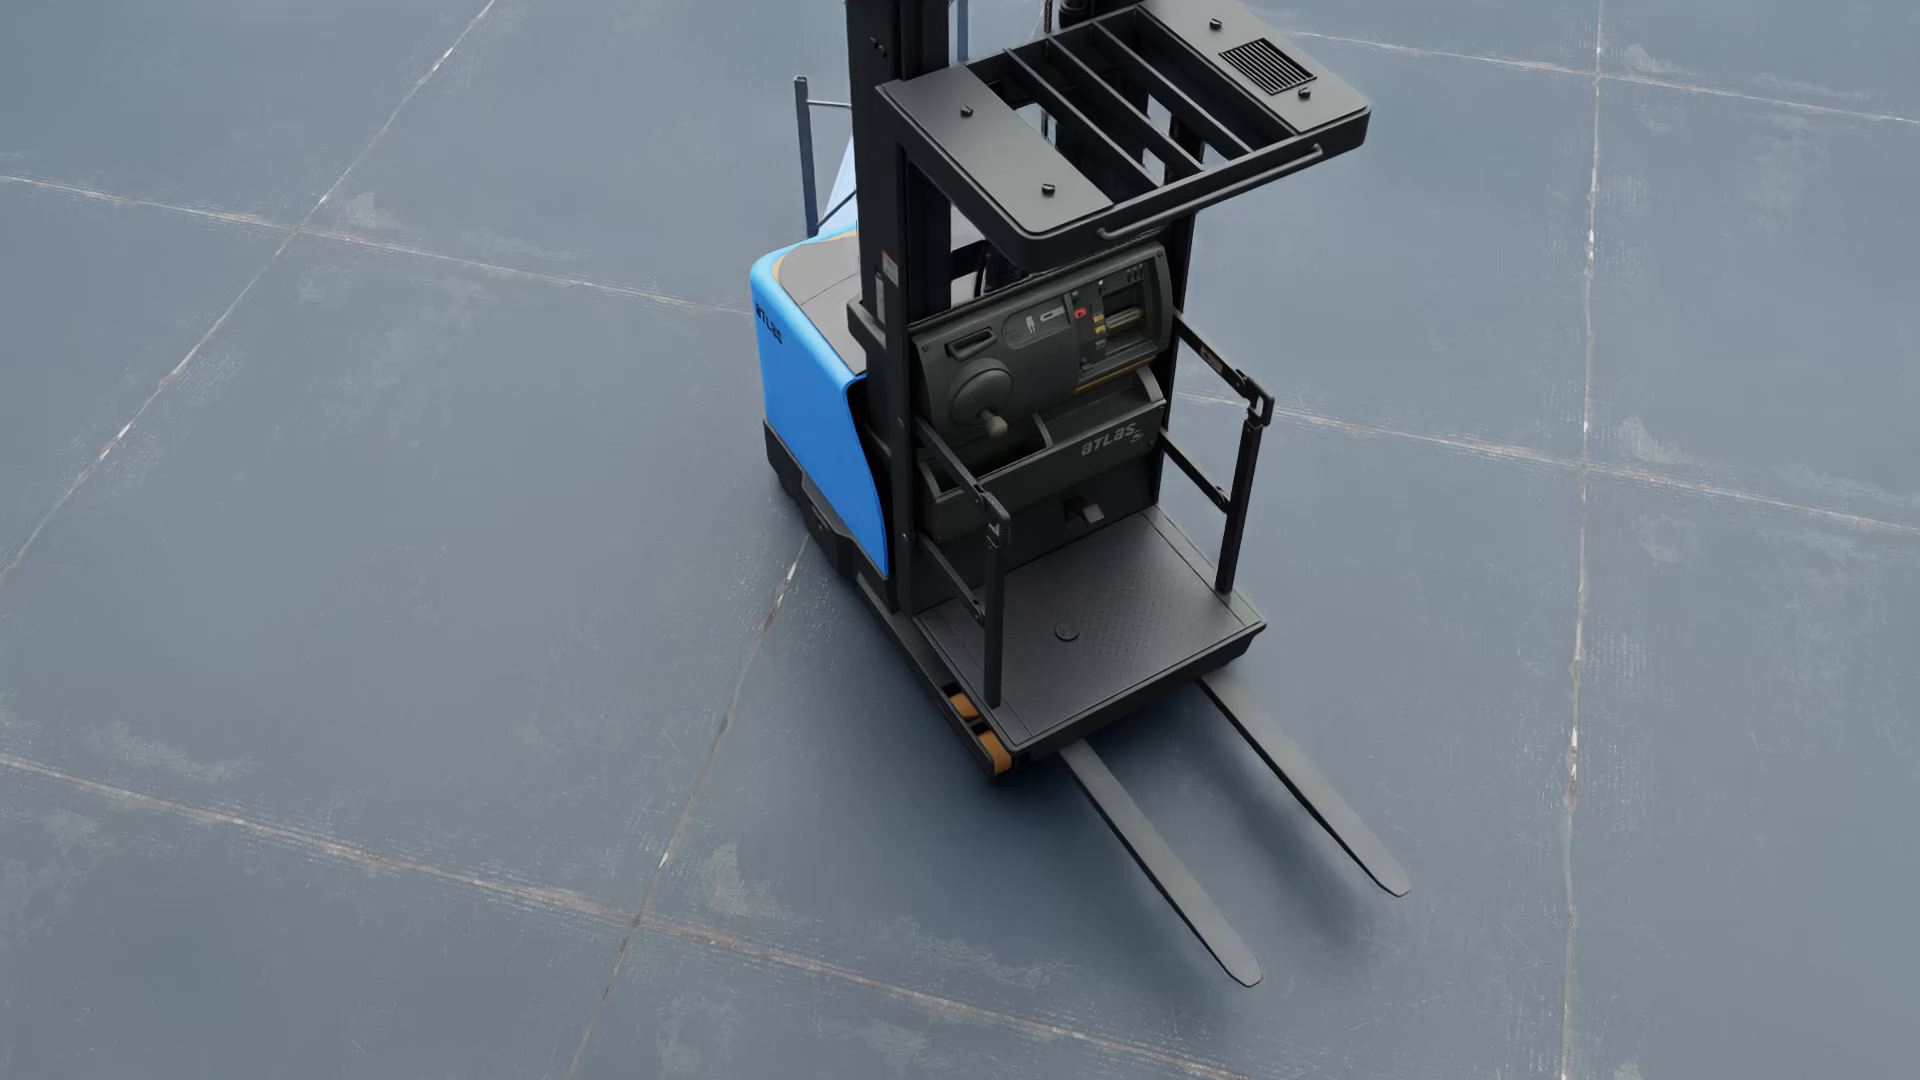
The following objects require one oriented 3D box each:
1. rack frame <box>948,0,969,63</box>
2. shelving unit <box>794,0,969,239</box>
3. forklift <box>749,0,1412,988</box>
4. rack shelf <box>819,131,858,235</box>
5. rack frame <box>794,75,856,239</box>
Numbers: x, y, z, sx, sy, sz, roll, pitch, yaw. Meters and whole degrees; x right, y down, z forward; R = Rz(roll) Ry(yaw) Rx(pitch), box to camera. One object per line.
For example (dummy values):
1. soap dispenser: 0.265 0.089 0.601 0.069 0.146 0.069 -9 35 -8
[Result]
1. rack frame: -0.213 -1.949 7.389 0.500 1.500 0.032 7 49 6
2. shelving unit: -0.291 -1.573 7.056 0.538 1.500 1.048 7 49 6
3. forklift: 0.395 -0.536 5.187 1.130 2.935 3.031 -24 53 -20
4. rack shelf: -0.291 -1.454 7.191 0.538 0.185 1.000 7 49 6
5. rack frame: -0.368 -1.196 6.724 0.500 1.500 0.032 7 49 6
